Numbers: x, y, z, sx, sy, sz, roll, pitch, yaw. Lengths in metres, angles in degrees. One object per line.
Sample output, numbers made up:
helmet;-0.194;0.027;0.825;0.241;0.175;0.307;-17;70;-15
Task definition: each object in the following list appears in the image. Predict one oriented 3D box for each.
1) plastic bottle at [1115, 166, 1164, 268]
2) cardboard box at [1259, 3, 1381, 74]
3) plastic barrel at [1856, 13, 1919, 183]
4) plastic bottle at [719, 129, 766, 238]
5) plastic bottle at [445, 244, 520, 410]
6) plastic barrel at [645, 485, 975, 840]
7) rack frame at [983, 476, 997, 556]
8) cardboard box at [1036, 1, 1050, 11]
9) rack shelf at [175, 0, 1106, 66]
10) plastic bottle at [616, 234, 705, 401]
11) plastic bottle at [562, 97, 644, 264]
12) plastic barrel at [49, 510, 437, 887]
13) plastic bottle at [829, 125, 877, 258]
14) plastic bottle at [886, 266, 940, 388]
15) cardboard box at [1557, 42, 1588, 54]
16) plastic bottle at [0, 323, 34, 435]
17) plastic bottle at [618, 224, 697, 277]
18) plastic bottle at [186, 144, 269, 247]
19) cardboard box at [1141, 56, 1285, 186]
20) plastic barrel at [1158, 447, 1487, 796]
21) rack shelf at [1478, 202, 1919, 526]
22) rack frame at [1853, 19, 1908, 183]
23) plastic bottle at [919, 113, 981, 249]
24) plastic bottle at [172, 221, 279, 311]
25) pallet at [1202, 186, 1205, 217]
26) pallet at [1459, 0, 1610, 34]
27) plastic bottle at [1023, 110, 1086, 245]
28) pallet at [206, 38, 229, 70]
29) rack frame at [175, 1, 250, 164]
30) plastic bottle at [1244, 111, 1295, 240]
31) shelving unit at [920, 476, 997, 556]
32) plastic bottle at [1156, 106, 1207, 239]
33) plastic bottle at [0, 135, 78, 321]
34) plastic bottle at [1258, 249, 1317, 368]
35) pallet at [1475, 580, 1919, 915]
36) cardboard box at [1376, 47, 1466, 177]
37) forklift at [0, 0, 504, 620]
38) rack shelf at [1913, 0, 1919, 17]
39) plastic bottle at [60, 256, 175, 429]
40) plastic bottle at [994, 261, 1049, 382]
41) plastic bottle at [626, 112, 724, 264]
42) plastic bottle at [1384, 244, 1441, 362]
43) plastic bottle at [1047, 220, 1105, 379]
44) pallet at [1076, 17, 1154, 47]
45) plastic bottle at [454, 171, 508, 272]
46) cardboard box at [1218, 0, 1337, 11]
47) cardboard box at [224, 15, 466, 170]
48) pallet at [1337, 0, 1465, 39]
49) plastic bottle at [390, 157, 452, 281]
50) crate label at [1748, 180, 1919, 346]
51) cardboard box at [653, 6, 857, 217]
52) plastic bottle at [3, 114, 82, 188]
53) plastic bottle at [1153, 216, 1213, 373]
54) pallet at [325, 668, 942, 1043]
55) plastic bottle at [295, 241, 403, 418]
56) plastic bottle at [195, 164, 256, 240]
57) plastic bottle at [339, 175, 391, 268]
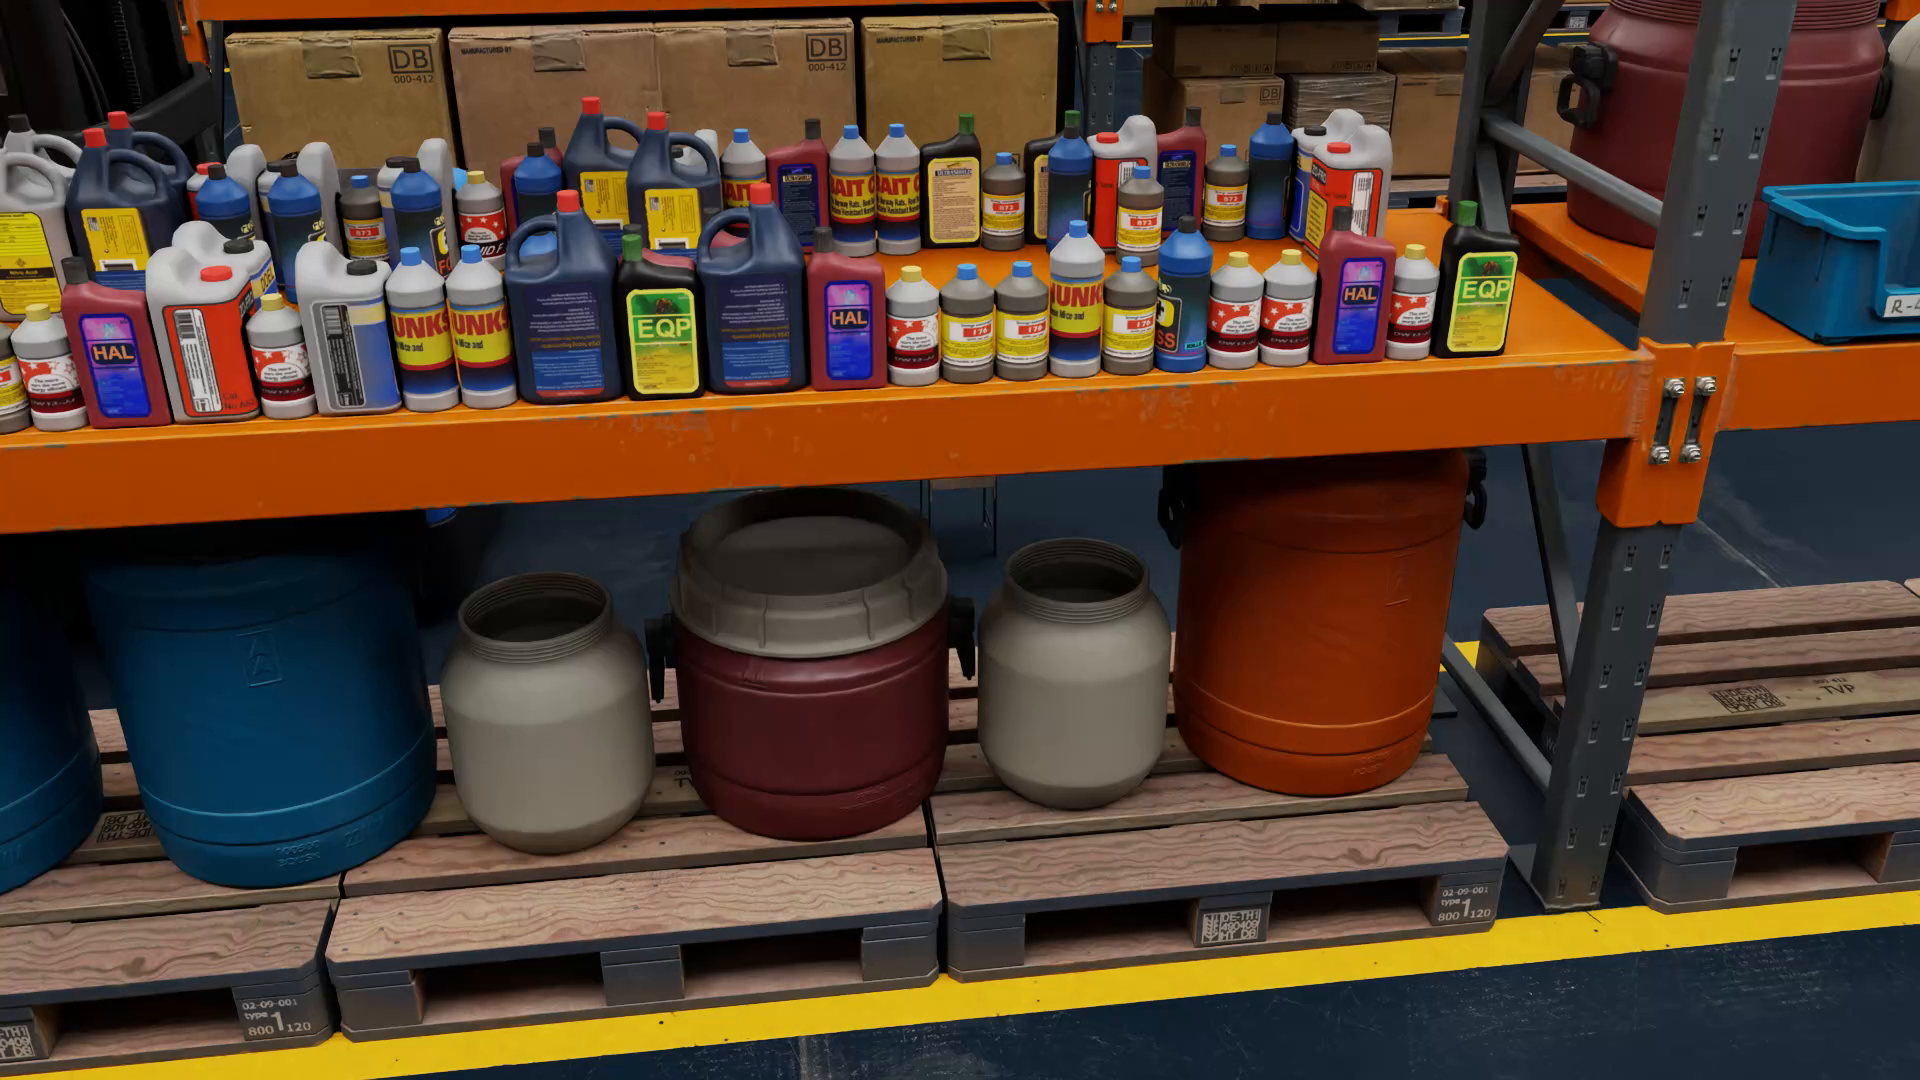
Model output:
plastic bottle;0.381;-0.689;3.525;0.097;0.201;0.097;0;27;0
cardboard box;1.770;-2.494;8.260;0.500;0.250;0.500;-1;27;-1
plastic barrel;2.266;-0.955;3.704;0.421;0.512;0.421;0;27;0
plastic bottle;-0.459;-0.737;3.541;0.097;0.271;0.097;0;27;0
plastic bottle;-0.811;-0.364;2.815;0.097;0.271;0.097;0;27;0
plastic barrel;-0.323;0.253;3.653;0.708;0.588;0.600;-4;27;-7
rack frame;0.093;-0.406;5.056;0.006;0.900;0.240;-4;27;-7
cardboard box;0.612;-4.415;12.574;0.750;0.750;1.050;-4;27;-8
rack shelf;-1.393;-2.535;7.694;4.000;0.370;1.077;-4;27;-7
plastic bottle;-0.511;-0.380;2.833;0.133;0.283;0.061;-4;27;-7
plastic bottle;-0.728;-0.744;3.468;0.185;0.351;0.144;-4;27;-7
plastic barrel;-1.441;0.186;3.441;0.708;0.901;0.600;-4;27;-7
plastic bottle;-0.230;-0.751;3.569;0.097;0.271;0.097;0;27;0
plastic bottle;-0.084;-0.380;2.922;0.097;0.201;0.097;0;27;0
cardboard box;3.462;-2.270;8.644;0.500;0.500;0.700;-4;27;-7
plastic bottle;-1.595;-0.283;2.732;0.097;0.201;0.097;0;27;0
plastic bottle;-0.519;-0.408;2.887;0.133;0.283;0.061;-4;27;-7
plastic bottle;-1.477;-0.661;3.387;0.135;0.276;0.152;-4;27;-7
cardboard box;1.248;-2.118;8.348;0.500;0.500;0.700;-5;28;-10
plastic barrel;0.795;0.074;3.737;0.708;0.830;0.600;-4;27;-7
rack shelf;3.258;-0.551;3.826;4.000;0.370;1.077;-4;27;-7
rack frame;4.548;-3.237;8.273;0.127;3.000;1.000;-4;27;-7
plastic bottle;-0.022;-0.778;3.609;0.133;0.283;0.061;-4;27;-7
plastic bottle;-1.277;-0.419;2.917;0.135;0.276;0.152;-4;27;-7
pallet;1.361;-1.791;8.509;1.213;0.211;1.003;-4;27;-7
pallet;4.721;-4.258;13.317;1.213;0.211;1.003;-4;27;-7
plastic bottle;0.207;-0.793;3.638;0.133;0.283;0.061;-4;27;-7
pallet;-5.836;-3.598;12.032;1.213;0.211;1.003;-4;27;-7
rack frame;-3.374;-2.728;7.281;0.127;3.000;1.000;-4;27;-7
plastic bottle;0.685;-0.810;3.684;0.097;0.271;0.097;0;27;0
shelving unit;-0.008;-0.400;5.044;0.210;0.900;0.258;-4;27;-7
plastic bottle;0.472;-0.810;3.671;0.133;0.283;0.061;-4;27;-7
plastic bottle;-1.799;-0.609;3.204;0.185;0.351;0.144;-4;27;-7
plastic bottle;0.591;-0.423;3.006;0.097;0.201;0.097;0;27;0
pallet;2.050;0.465;4.112;1.213;0.211;1.003;-4;27;-7
cardboard box;2.356;-2.198;8.505;0.500;0.500;0.700;-1;27;-3
forklift;-2.962;-1.257;4.489;3.031;2.935;1.130;-2;27;-3
rack shelf;6.529;-3.044;8.685;4.000;0.370;1.077;-4;27;-7
plastic bottle;-1.382;-0.324;2.724;0.133;0.283;0.061;-4;27;-7
plastic bottle;0.109;-0.392;2.946;0.097;0.201;0.097;0;27;0
plastic bottle;-0.574;-0.684;3.350;0.185;0.351;0.144;-4;27;-7
plastic bottle;0.819;-0.438;3.035;0.097;0.201;0.097;0;27;0
plastic bottle;0.205;-0.429;2.942;0.097;0.271;0.097;0;27;0
pallet;0.787;-4.007;12.828;1.213;0.211;1.003;-4;27;-7
plastic bottle;-1.003;-0.670;3.488;0.097;0.201;0.097;0;27;0
cardboard box;2.399;-4.532;12.801;0.750;0.750;1.050;-4;27;-7
cardboard box;-2.743;-2.020;7.768;0.875;0.875;1.225;-4;27;-7
pallet;3.204;-4.162;13.130;1.213;0.211;1.003;-4;27;-7
plastic bottle;-1.079;-0.627;3.326;0.097;0.271;0.097;0;27;0
crate label;1.747;-0.527;3.174;0.416;0.233;0.303;-4;27;-7
cardboard box;-0.983;-2.137;7.996;0.875;0.875;1.225;-4;27;-7
plastic bottle;-1.819;-0.674;3.331;0.185;0.351;0.144;-4;27;-7
plastic bottle;0.398;-0.442;2.966;0.097;0.271;0.097;0;27;0
pallet;-0.703;0.642;3.767;1.213;0.211;1.003;-4;27;-7
plastic bottle;-1.026;-0.365;2.811;0.135;0.276;0.152;-4;27;-7
plastic bottle;-1.442;-0.603;3.281;0.097;0.271;0.097;0;27;0
plastic bottle;-1.233;-0.656;3.460;0.097;0.201;0.097;0;27;0
